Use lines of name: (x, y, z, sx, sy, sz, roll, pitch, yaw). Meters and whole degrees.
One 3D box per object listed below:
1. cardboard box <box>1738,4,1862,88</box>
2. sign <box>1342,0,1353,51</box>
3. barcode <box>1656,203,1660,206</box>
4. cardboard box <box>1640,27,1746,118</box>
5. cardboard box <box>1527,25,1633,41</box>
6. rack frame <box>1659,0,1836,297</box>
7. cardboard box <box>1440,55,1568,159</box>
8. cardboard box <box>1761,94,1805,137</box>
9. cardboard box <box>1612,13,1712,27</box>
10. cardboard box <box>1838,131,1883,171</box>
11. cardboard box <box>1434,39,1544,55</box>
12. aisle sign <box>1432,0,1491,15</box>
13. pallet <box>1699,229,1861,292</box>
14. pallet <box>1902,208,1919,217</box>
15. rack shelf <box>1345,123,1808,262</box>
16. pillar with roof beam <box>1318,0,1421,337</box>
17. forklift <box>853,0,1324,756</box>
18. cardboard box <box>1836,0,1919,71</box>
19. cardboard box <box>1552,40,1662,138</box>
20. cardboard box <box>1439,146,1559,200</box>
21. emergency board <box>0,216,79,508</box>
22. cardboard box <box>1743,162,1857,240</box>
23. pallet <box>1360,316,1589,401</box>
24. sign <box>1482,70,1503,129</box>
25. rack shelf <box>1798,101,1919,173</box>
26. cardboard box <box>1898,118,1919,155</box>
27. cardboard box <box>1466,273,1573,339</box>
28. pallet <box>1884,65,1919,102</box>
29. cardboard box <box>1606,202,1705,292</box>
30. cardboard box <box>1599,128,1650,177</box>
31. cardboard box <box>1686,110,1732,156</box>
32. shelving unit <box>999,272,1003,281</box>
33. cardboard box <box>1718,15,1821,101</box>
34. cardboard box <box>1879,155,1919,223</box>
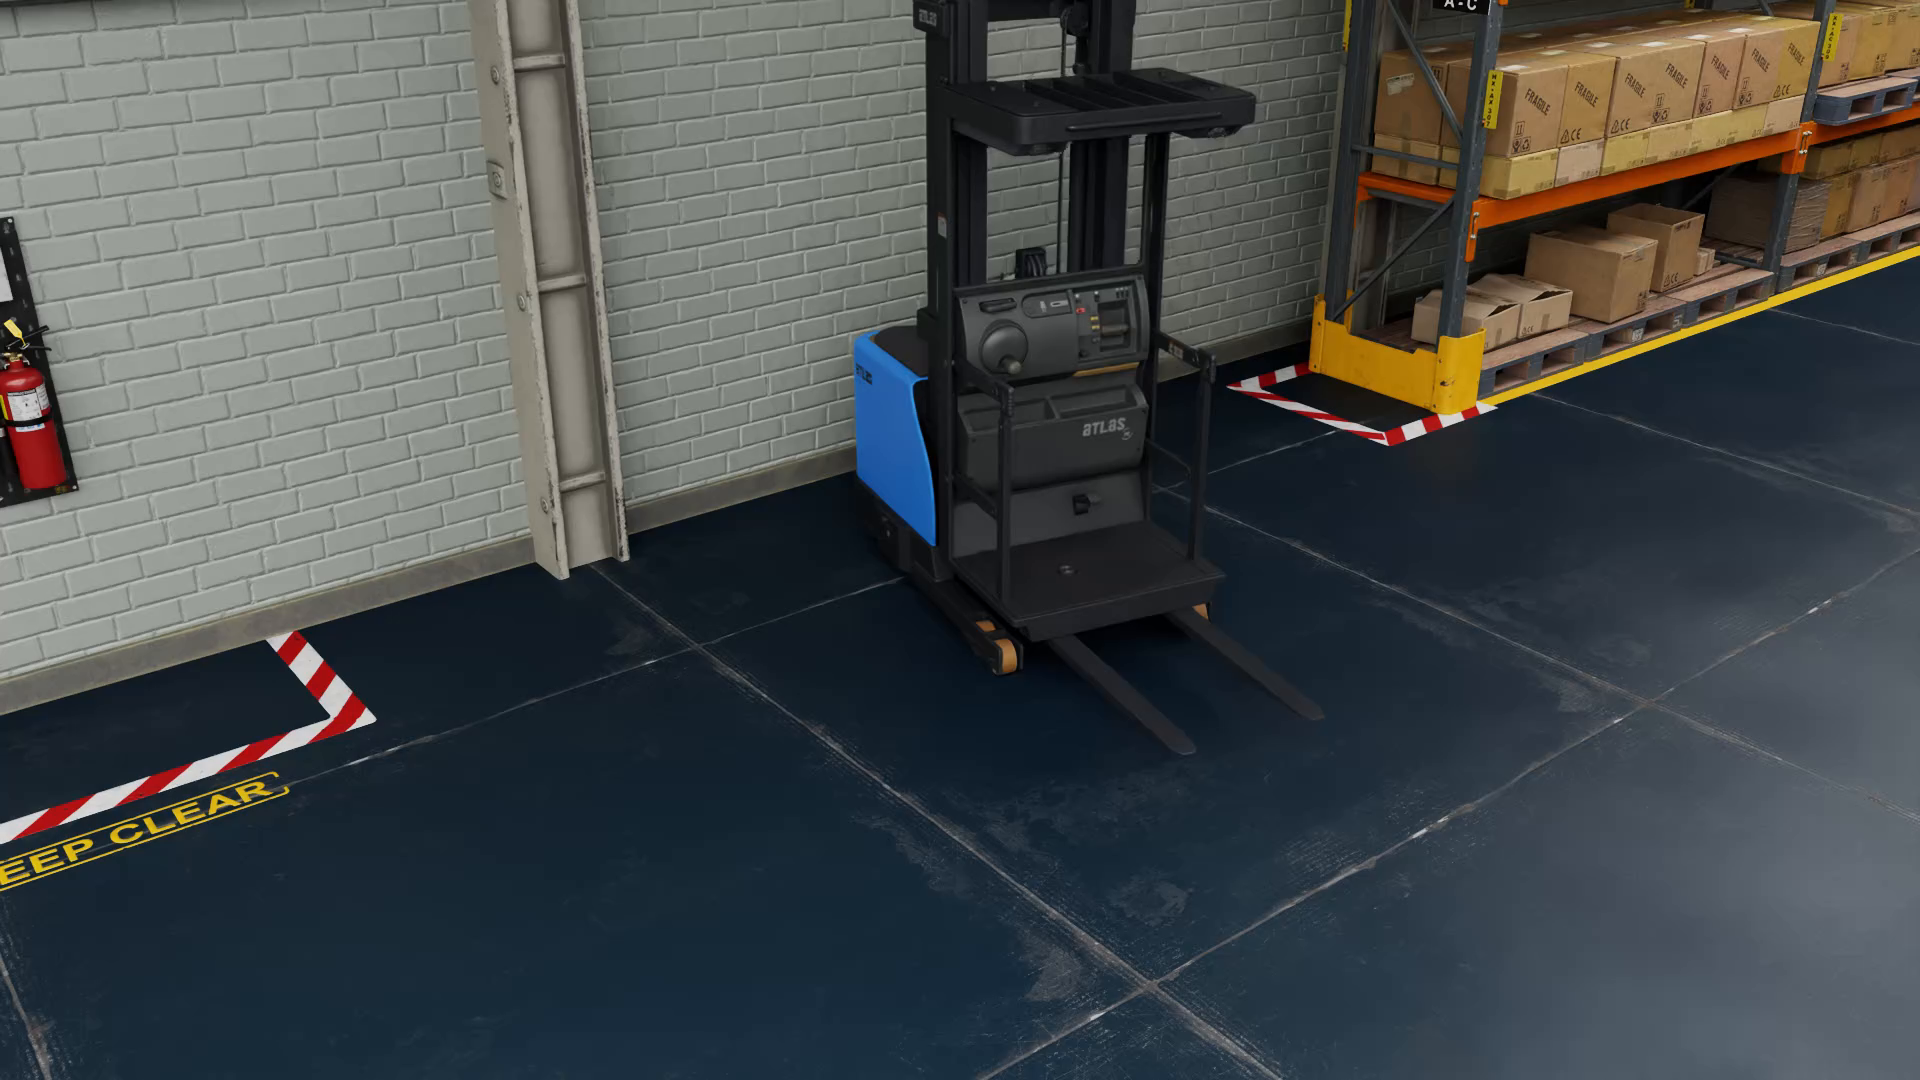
cardboard box: (6.333, -3.758, 12.642, 0.500, 0.500, 0.700, -18, 30, -34)
sign: (2.437, -3.210, 10.353, 0.005, 0.325, 0.100, -18, 31, -34)
barcode: (5.338, -2.542, 12.730, 0.075, 0.075, 0.001, -18, 31, -34)
cardboard box: (4.938, -3.189, 11.322, 0.500, 0.500, 0.500, -19, 31, -35)
cardboard box: (4.206, -3.221, 11.390, 0.500, 0.500, 0.500, -18, 30, -33)
rack frame: (5.911, -3.392, 12.495, 0.127, 3.000, 1.000, -18, 31, -34)
cardboard box: (3.325, -2.658, 10.178, 0.500, 0.500, 0.500, -18, 31, -34)
cardboard box: (5.725, -3.109, 12.041, 0.500, 0.250, 0.500, -18, 30, -34)
cardboard box: (5.003, -3.487, 11.964, 0.500, 0.500, 0.500, -18, 31, -34)
cardboard box: (7.232, -3.246, 13.738, 0.500, 0.250, 0.500, -19, 31, -35)
cardboard box: (3.405, -2.954, 10.816, 0.500, 0.500, 0.500, -18, 30, -33)
aisle sign: (2.892, -3.414, 9.455, 0.004, 0.787, 0.394, -18, 31, -34)
pallet: (6.523, -2.330, 13.519, 1.213, 0.211, 1.003, -18, 31, -34)
pallet: (8.443, -2.963, 14.885, 1.213, 0.211, 1.003, -18, 31, -34)
rack shelf: (4.337, -2.546, 11.527, 4.000, 0.370, 1.077, -18, 31, -34)
pillar with roof beam: (5.437, -4.116, 6.930, 0.400, 9.000, 9.100, -18, 31, -34)
forklift: (0.523, -0.933, 7.278, 1.130, 2.935, 3.031, -11, 27, -23)
cardboard box: (7.276, -4.082, 13.340, 0.500, 0.500, 0.700, -14, 28, -27)
cardboard box: (4.130, -2.916, 10.733, 0.500, 0.500, 0.500, -19, 31, -36)
cardboard box: (3.343, -2.315, 10.330, 0.500, 0.250, 0.500, -19, 31, -35)
emergency board: (-3.909, -0.633, 6.551, 0.643, 1.169, 0.194, -18, 31, -34)
cardboard box: (6.856, -2.805, 13.678, 0.500, 0.500, 0.700, -19, 31, -35)
pallet: (3.484, -1.307, 11.315, 1.213, 0.211, 1.003, -18, 31, -34)
sign: (3.098, -2.566, 9.687, 0.005, 0.325, 0.100, -18, 31, -34)
rack shelf: (7.485, -3.585, 13.766, 4.000, 0.370, 1.077, -18, 31, -34)
cardboard box: (8.037, -3.505, 14.295, 0.500, 0.250, 0.500, -18, 30, -33)
cardboard box: (3.812, -1.631, 11.372, 0.500, 0.311, 0.500, -15, 29, -30)
pallet: (7.526, -3.816, 13.637, 1.213, 0.211, 1.003, -18, 31, -34)
cardboard box: (5.119, -2.175, 12.319, 0.500, 0.500, 0.500, -21, 32, -38)
cardboard box: (4.148, -2.585, 10.912, 0.500, 0.250, 0.500, -19, 31, -35)
cardboard box: (4.942, -2.847, 11.475, 0.500, 0.250, 0.500, -18, 31, -34)
shelving unit: (0.481, -0.879, 9.219, 0.503, 1.200, 0.258, -4, 25, -8)
cardboard box: (5.730, -3.448, 11.879, 0.500, 0.500, 0.500, -18, 31, -34)
cardboard box: (7.674, -3.058, 14.224, 0.500, 0.500, 0.700, -18, 31, -34)
